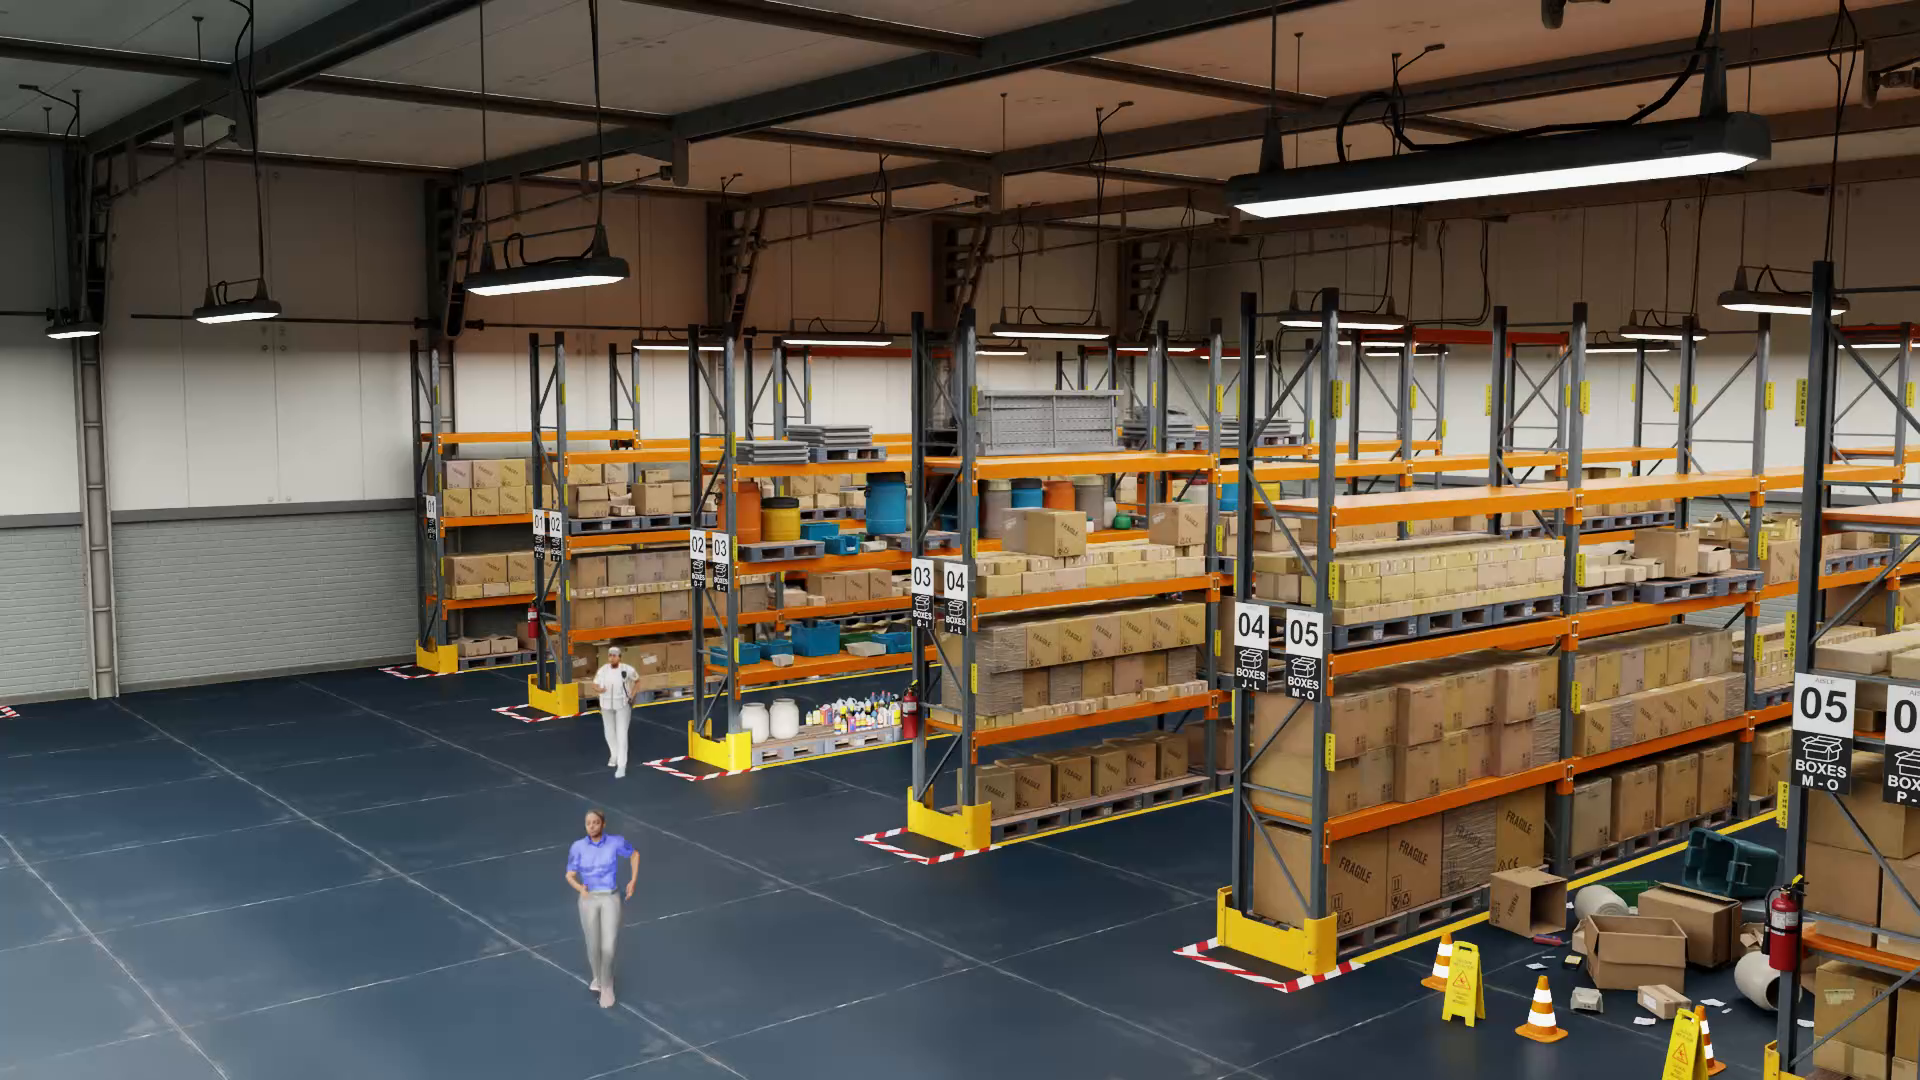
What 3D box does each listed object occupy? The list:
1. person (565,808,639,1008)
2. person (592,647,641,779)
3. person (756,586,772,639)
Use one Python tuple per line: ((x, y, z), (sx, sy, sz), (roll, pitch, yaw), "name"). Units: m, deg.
((-3.008, 3.077, 13.961), (0.582, 1.663, 0.703), (0, 5, -4), "person")
((-4.612, 2.279, 22.255), (0.606, 1.725, 0.769), (0, 5, 5), "person")
((-3.720, 1.419, 30.849), (0.992, 1.791, 0.669), (-5, 7, -42), "person")
